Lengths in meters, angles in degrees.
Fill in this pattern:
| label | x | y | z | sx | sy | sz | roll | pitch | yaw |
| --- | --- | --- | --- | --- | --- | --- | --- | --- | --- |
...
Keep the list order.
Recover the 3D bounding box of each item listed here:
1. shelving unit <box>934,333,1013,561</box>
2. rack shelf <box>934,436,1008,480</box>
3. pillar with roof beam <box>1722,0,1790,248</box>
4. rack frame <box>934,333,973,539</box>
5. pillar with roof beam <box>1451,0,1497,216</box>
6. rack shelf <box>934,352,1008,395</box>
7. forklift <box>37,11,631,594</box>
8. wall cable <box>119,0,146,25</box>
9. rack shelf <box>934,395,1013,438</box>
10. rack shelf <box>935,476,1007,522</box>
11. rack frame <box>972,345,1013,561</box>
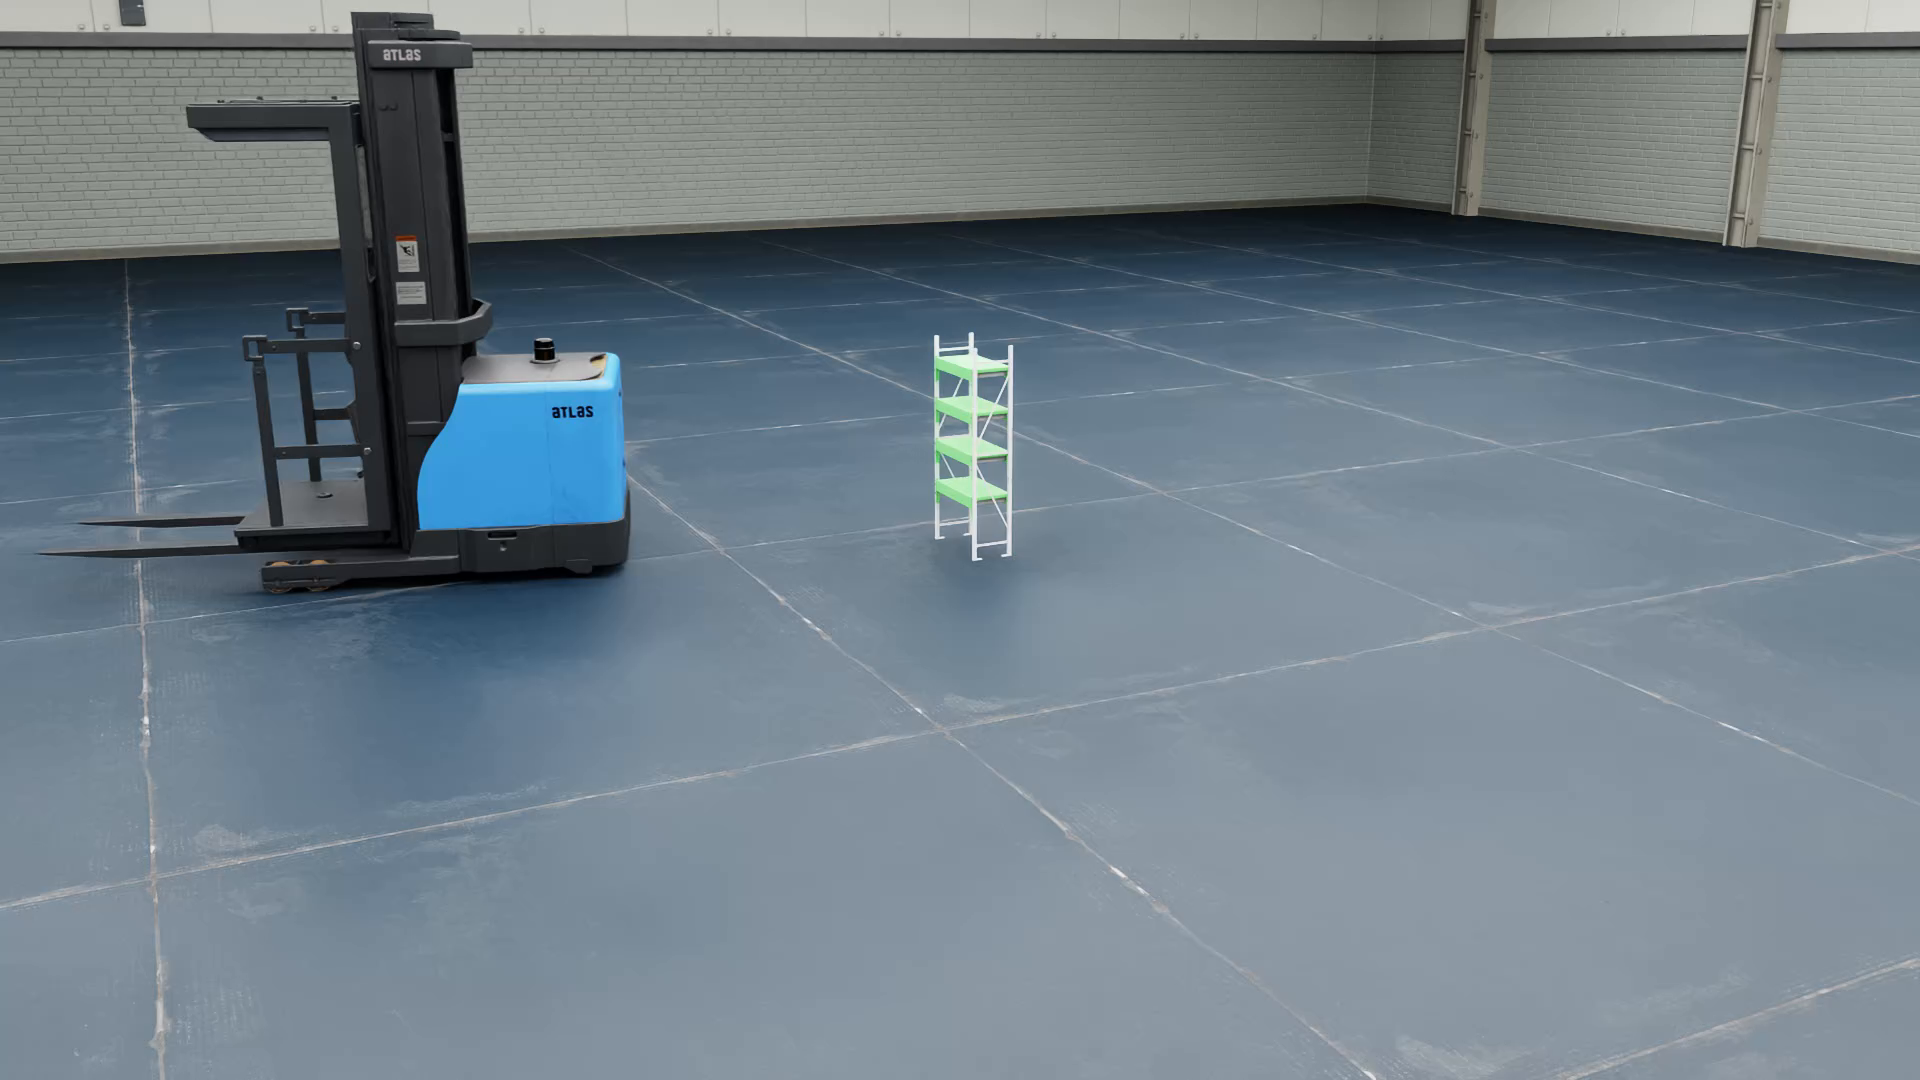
| label | x | y | z | sx | sy | sz | roll | pitch | yaw |
| --- | --- | --- | --- | --- | --- | --- | --- | --- | --- |
| shelving unit | 0.073 | -0.536 | 9.442 | 0.258 | 1.200 | 0.503 | -8 | 18 | -25 |
| rack shelf | 0.073 | -0.474 | 9.460 | 0.258 | 0.148 | 0.480 | -8 | 18 | -25 |
| pillar with roof beam | 8.051 | -8.300 | 22.361 | 9.100 | 9.000 | 0.400 | -8 | 18 | -25 |
| rack frame | -0.034 | -0.596 | 9.653 | 0.240 | 1.200 | 0.015 | -8 | 18 | -25 |
| pillar with roof beam | 5.422 | -9.788 | 27.545 | 9.100 | 9.000 | 0.400 | -8 | 18 | -25 |
| rack shelf | 0.073 | -0.936 | 9.327 | 0.258 | 0.148 | 0.480 | -8 | 18 | -25 |
| forklift | -3.391 | -1.283 | 8.908 | 3.031 | 2.935 | 1.130 | -3 | 16 | -9 |
| wall cable | -10.585 | -10.170 | 22.711 | 2.305 | 6.003 | 0.169 | -8 | 18 | -25 |
| rack shelf | 0.073 | -0.705 | 9.394 | 0.258 | 0.148 | 0.480 | -8 | 18 | -25 |
| rack shelf | 0.073 | -0.244 | 9.526 | 0.258 | 0.148 | 0.480 | -8 | 18 | -25 |
| rack frame | 0.179 | -0.475 | 9.231 | 0.240 | 1.200 | 0.015 | -8 | 18 | -25 |
